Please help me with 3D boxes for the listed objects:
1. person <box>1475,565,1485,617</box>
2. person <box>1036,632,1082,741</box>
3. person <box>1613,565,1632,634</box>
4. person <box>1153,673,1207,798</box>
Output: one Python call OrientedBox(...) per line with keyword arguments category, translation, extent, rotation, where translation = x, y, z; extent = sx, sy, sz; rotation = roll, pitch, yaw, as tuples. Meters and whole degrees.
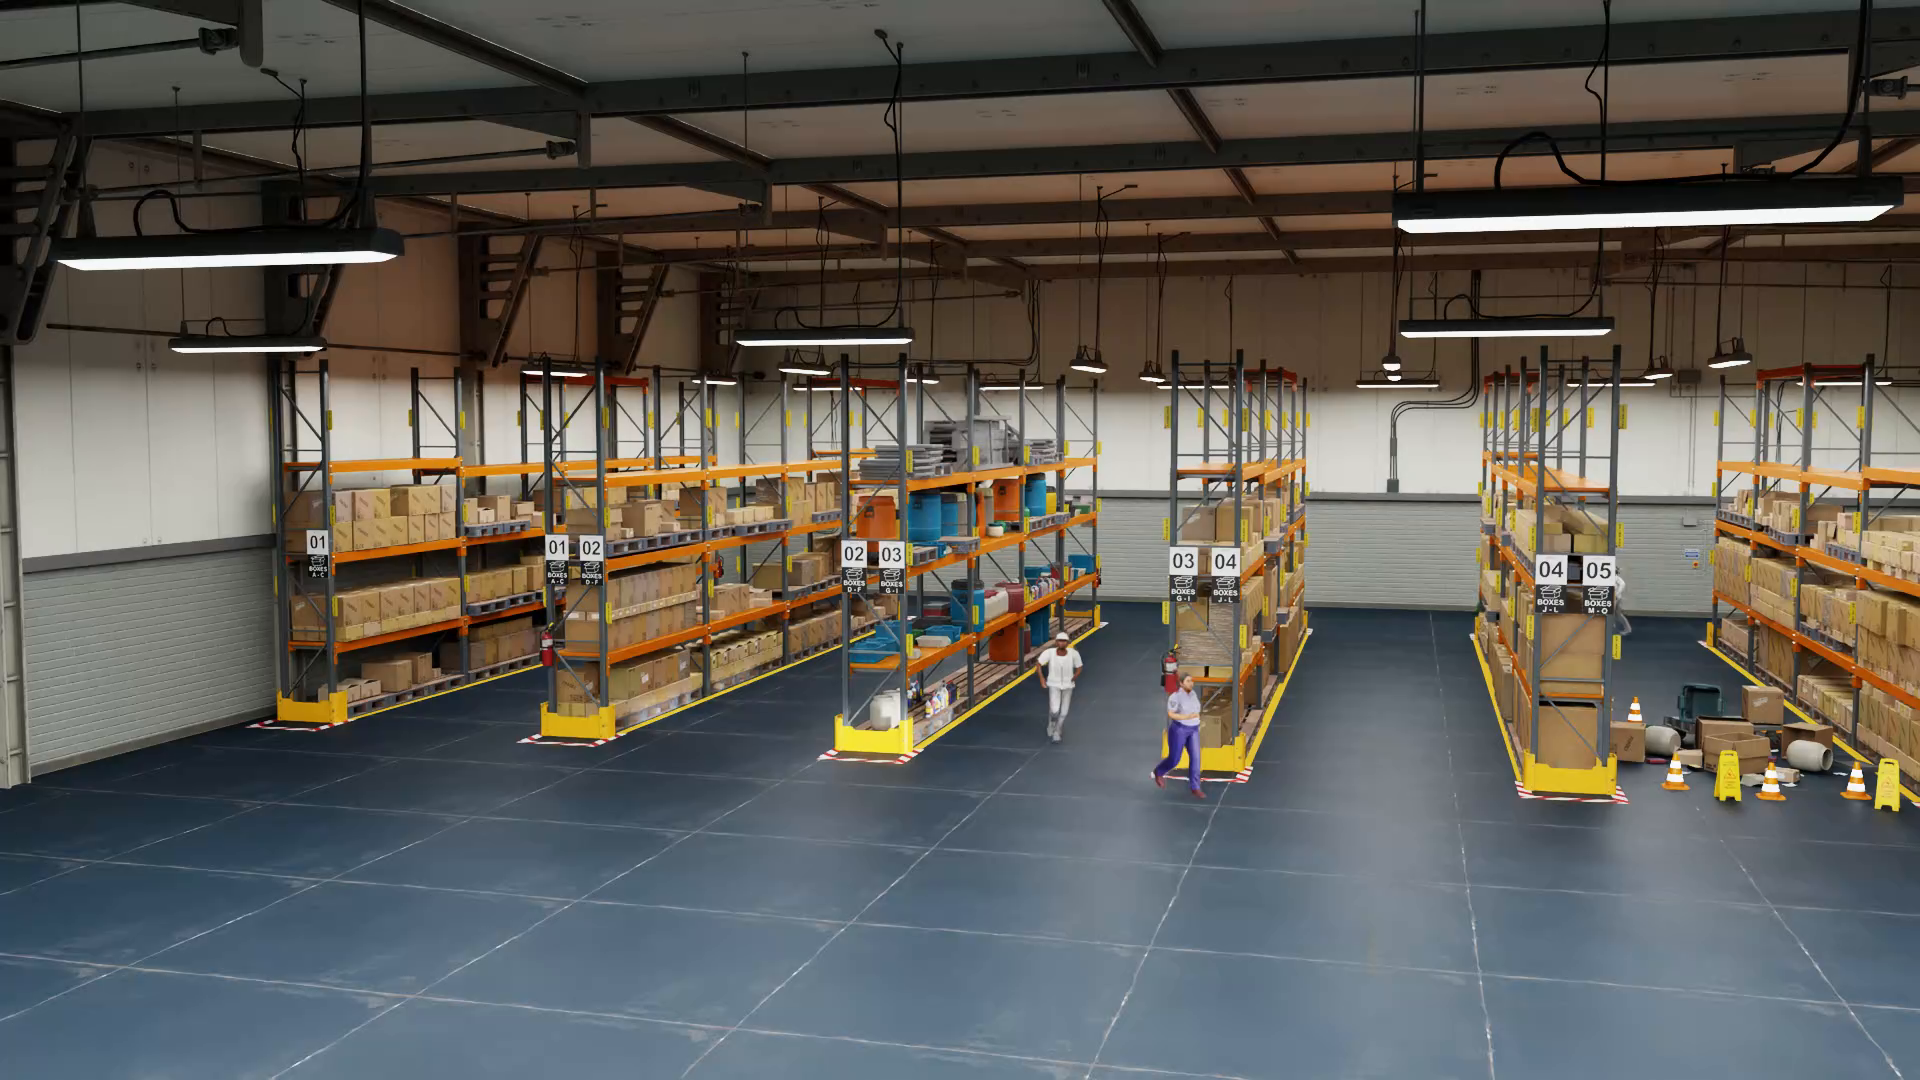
OrientedBox(category="person", translation=(12.462, 1.348, 39.242), extent=(0.575, 1.694, 0.749), rotation=(1, 4, 18))
OrientedBox(category="person", translation=(1.562, 2.283, 25.799), extent=(0.702, 1.718, 0.588), rotation=(0, 4, -6))
OrientedBox(category="person", translation=(15.181, 1.377, 38.598), extent=(0.828, 1.670, 0.622), rotation=(2, 4, 24))
OrientedBox(category="person", translation=(2.963, 2.569, 22.131), extent=(0.613, 1.624, 0.927), rotation=(-3, 5, -33))
